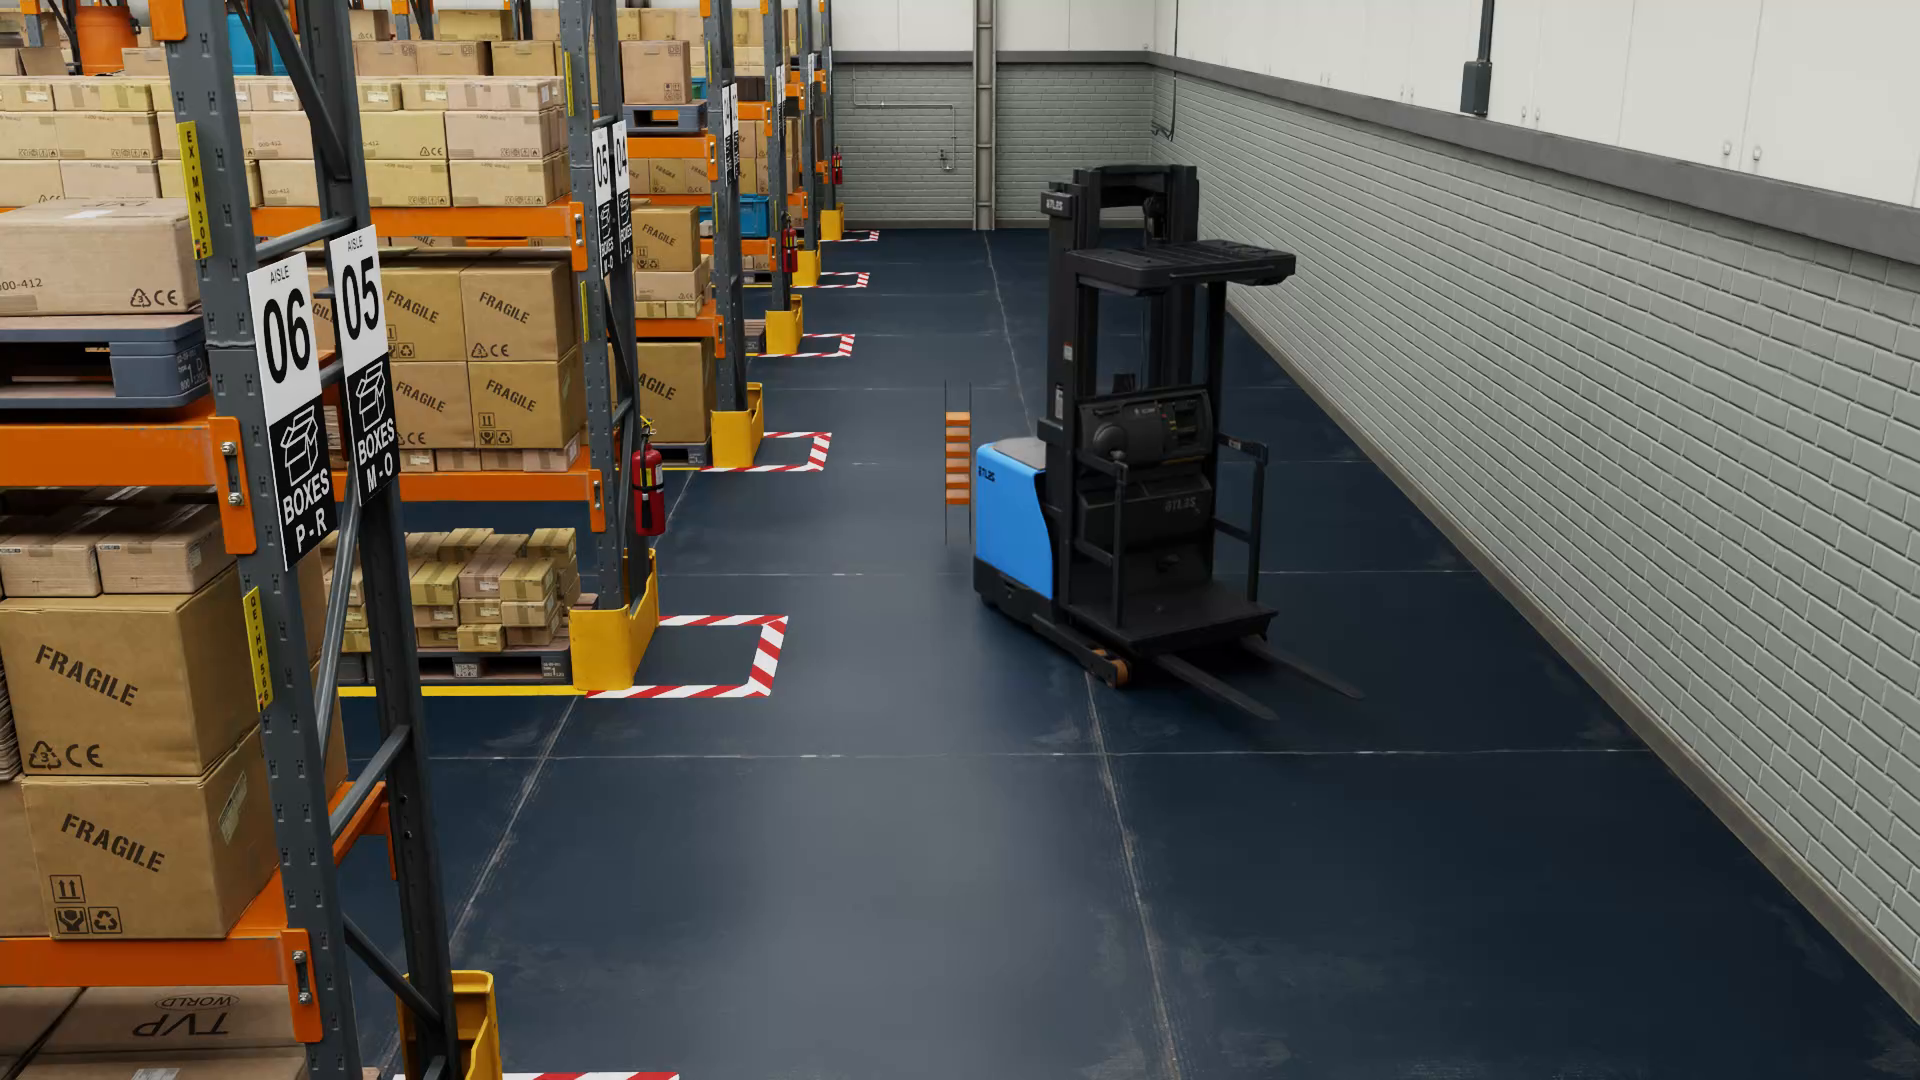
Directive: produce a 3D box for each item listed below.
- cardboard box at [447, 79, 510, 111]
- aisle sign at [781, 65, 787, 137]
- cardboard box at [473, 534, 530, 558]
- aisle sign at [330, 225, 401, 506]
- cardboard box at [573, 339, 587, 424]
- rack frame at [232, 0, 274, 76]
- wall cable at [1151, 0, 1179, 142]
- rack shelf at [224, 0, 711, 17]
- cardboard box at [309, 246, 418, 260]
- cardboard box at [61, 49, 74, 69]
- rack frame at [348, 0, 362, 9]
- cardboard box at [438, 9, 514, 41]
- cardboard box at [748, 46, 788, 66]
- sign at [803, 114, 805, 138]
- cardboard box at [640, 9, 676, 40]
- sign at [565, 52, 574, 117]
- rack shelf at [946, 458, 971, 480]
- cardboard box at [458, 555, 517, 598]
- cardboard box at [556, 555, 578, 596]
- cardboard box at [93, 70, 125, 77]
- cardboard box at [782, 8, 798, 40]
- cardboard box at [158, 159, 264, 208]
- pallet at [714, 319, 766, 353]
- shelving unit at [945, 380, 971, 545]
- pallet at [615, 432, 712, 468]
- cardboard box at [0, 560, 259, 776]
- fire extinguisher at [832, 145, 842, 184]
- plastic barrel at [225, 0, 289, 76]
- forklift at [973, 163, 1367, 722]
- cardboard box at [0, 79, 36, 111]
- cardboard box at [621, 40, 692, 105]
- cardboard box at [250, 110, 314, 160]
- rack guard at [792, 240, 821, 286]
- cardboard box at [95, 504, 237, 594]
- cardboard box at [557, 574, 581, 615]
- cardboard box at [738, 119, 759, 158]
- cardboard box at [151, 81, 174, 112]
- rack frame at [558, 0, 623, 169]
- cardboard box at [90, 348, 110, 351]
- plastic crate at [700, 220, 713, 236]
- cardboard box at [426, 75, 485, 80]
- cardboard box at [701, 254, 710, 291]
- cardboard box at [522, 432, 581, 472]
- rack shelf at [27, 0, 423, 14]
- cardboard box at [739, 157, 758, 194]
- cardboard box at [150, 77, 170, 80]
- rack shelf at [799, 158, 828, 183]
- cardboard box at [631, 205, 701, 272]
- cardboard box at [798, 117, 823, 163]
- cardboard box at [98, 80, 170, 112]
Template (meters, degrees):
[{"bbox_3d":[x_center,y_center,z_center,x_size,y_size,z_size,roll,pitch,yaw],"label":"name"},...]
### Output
[{"bbox_3d":[-2.622,-2.436,9.095,0.250,0.149,0.380,0,18,0],"label":"cardboard box"},{"bbox_3d":[-2.035,-5.078,19.210,0.004,0.787,0.394,0,18,-1],"label":"aisle sign"},{"bbox_3d":[-2.850,0.090,10.361,0.250,0.149,0.380,0,18,0],"label":"cardboard box"},{"bbox_3d":[-1.800,-0.536,5.052,0.004,0.787,0.394,0,18,-1],"label":"aisle sign"},{"bbox_3d":[-2.500,-0.992,10.079,0.500,0.500,0.500,1,18,2],"label":"cardboard box"},{"bbox_3d":[-6.023,-5.073,13.631,0.127,3.000,1.000,0,18,-1],"label":"rack frame"},{"bbox_3d":[3.402,-8.071,28.058,0.112,2.526,3.097,0,18,-1],"label":"wall cable"},{"bbox_3d":[-4.024,-4.550,13.832,4.000,0.370,1.077,0,18,-1],"label":"rack shelf"},{"bbox_3d":[-3.525,-1.465,9.916,0.500,0.500,0.500,-1,18,-2],"label":"cardboard box"},{"bbox_3d":[-12.262,-6.751,23.330,0.500,0.250,0.500,-2,18,-6],"label":"cardboard box"},{"bbox_3d":[-10.257,-9.593,27.719,0.127,3.000,1.000,0,18,-1],"label":"rack frame"},{"bbox_3d":[-4.044,-4.310,13.919,0.500,0.250,0.500,-1,18,-3],"label":"cardboard box"},{"bbox_3d":[-2.686,-6.776,23.277,0.500,0.250,0.500,0,18,-1],"label":"cardboard box"},{"bbox_3d":[-2.188,-5.794,23.285,0.005,0.325,0.100,0,18,-1],"label":"sign"},{"bbox_3d":[-4.191,-7.221,23.435,0.500,0.500,0.700,0,18,-1],"label":"cardboard box"},{"bbox_3d":[-2.058,-2.401,8.761,0.005,0.325,0.100,0,18,-1],"label":"sign"},{"bbox_3d":[-0.014,-0.529,12.378,0.180,0.103,0.258,0,18,-1],"label":"rack shelf"},{"bbox_3d":[-2.824,0.217,9.965,0.250,0.149,0.380,0,18,0],"label":"cardboard box"},{"bbox_3d":[-2.574,0.219,10.446,0.250,0.149,0.380,0,18,1],"label":"cardboard box"},{"bbox_3d":[-7.122,-3.825,14.108,0.500,0.311,0.500,-1,18,-3],"label":"cardboard box"},{"bbox_3d":[-2.986,-8.649,27.855,0.500,0.500,0.500,0,18,-1],"label":"cardboard box"},{"bbox_3d":[-4.035,-1.983,9.153,0.500,0.250,0.500,1,18,2],"label":"cardboard box"},{"bbox_3d":[-2.927,-2.429,19.773,1.213,0.211,1.003,0,18,-1],"label":"pallet"},{"bbox_3d":[-0.014,-0.571,12.364,0.189,1.200,0.258,0,18,-1],"label":"shelving unit"},{"bbox_3d":[-2.822,-0.880,14.947,1.213,0.211,1.003,0,18,-1],"label":"pallet"},{"bbox_3d":[-2.346,0.342,4.770,0.500,0.500,0.500,0,18,1],"label":"cardboard box"},{"bbox_3d":[-2.100,-6.420,28.387,0.183,0.674,0.296,0,18,-1],"label":"fire extinguisher"},{"bbox_3d":[-7.806,-5.541,18.493,0.708,0.901,0.600,0,18,-1],"label":"plastic barrel"},{"bbox_3d":[1.230,-0.680,9.868,1.130,2.935,3.031,-9,20,-27],"label":"forklift"},{"bbox_3d":[-5.229,-2.423,9.055,0.250,0.149,0.380,0,18,-1],"label":"cardboard box"},{"bbox_3d":[-2.543,-3.941,13.995,0.500,0.500,0.700,-1,18,-4],"label":"cardboard box"},{"bbox_3d":[-3.527,-2.231,9.109,0.500,0.250,0.500,0,18,0],"label":"cardboard box"},{"bbox_3d":[-2.252,-4.071,24.420,0.348,0.500,1.175,0,18,-1],"label":"rack guard"},{"bbox_3d":[-2.223,0.021,4.709,0.250,0.149,0.380,0,18,0],"label":"cardboard box"},{"bbox_3d":[-2.575,0.342,10.552,0.250,0.149,0.380,0,18,0],"label":"cardboard box"},{"bbox_3d":[-3.122,-5.696,23.594,0.500,0.500,0.500,0,18,1],"label":"cardboard box"},{"bbox_3d":[-4.175,-2.411,9.015,0.250,0.149,0.380,-1,18,-3],"label":"cardboard box"},{"bbox_3d":[-2.047,-3.577,8.967,0.127,3.000,1.000,0,18,-1],"label":"rack frame"},{"bbox_3d":[-4.569,-1.295,9.385,0.500,0.500,0.500,0,18,0],"label":"cardboard box"},{"bbox_3d":[-2.915,-3.592,19.169,0.243,0.136,0.396,0,18,-1],"label":"plastic crate"},{"bbox_3d":[-2.902,-2.599,9.601,0.250,0.149,0.380,0,18,-1],"label":"cardboard box"},{"bbox_3d":[-2.508,-2.386,14.835,0.500,0.250,0.500,-1,18,-2],"label":"cardboard box"},{"bbox_3d":[-2.368,-0.513,9.648,0.250,0.149,0.380,0,18,-1],"label":"cardboard box"},{"bbox_3d":[-8.101,-6.043,18.487,4.000,0.370,1.077,0,18,-1],"label":"rack shelf"},{"bbox_3d":[-3.139,-5.220,23.747,0.500,0.500,0.500,0,18,0],"label":"cardboard box"},{"bbox_3d":[-4.445,-2.585,9.560,0.250,0.149,0.380,0,18,-1],"label":"cardboard box"},{"bbox_3d":[-4.258,-6.422,28.835,4.000,0.370,1.077,0,18,-1],"label":"rack shelf"},{"bbox_3d":[-2.507,-2.581,14.213,0.500,0.500,0.500,0,18,0],"label":"cardboard box"},{"bbox_3d":[-2.768,-6.912,28.692,0.700,0.700,0.980,1,18,2],"label":"cardboard box"},{"bbox_3d":[-4.436,-2.405,8.999,0.250,0.149,0.380,1,18,2],"label":"cardboard box"}]
